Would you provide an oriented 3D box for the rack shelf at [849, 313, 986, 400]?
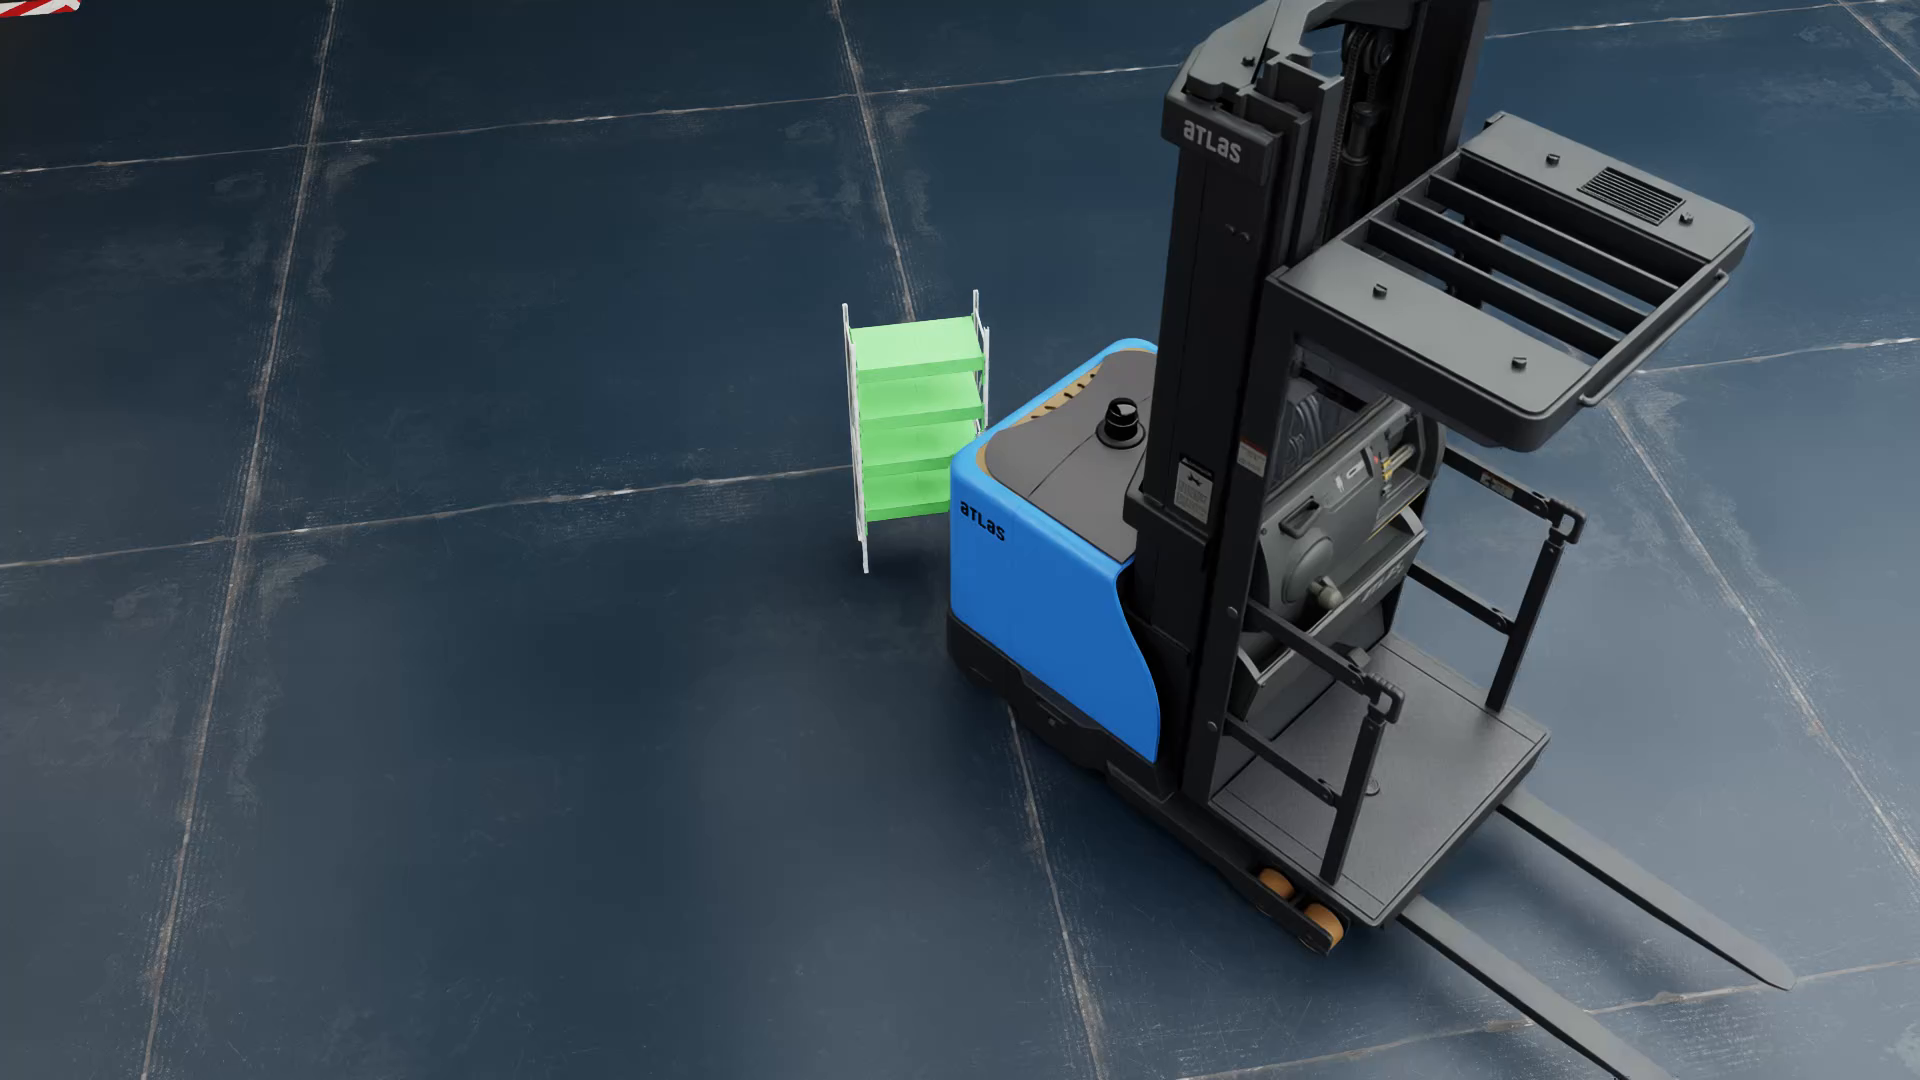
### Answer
[{"bbox_3d":[-0.163,-0.685,6.192,0.480,0.148,0.258,-7,46,-7],"label":"rack shelf"}]

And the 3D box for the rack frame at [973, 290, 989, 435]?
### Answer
[{"bbox_3d":[0.077,-0.426,6.520,0.015,1.200,0.240,-7,46,-7],"label":"rack frame"}]

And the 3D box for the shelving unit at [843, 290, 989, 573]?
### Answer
[{"bbox_3d":[-0.163,-0.396,6.491,0.503,1.200,0.258,-7,46,-7],"label":"shelving unit"}]

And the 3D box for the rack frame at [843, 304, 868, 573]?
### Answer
[{"bbox_3d":[-0.404,-0.366,6.463,0.015,1.200,0.240,-7,46,-7],"label":"rack frame"}]

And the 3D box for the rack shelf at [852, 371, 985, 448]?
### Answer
[{"bbox_3d":[-0.163,-0.518,6.365,0.480,0.148,0.258,-7,46,-7],"label":"rack shelf"}]

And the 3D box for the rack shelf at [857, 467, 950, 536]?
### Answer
[{"bbox_3d":[-0.163,-0.185,6.710,0.480,0.148,0.258,-7,46,-7],"label":"rack shelf"}]

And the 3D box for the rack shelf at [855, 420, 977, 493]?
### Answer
[{"bbox_3d":[-0.163,-0.352,6.538,0.480,0.148,0.258,-7,46,-7],"label":"rack shelf"}]

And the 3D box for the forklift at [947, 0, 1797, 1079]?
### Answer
[{"bbox_3d":[1.352,-0.059,4.964,3.031,2.935,1.130,35,56,29],"label":"forklift"}]
